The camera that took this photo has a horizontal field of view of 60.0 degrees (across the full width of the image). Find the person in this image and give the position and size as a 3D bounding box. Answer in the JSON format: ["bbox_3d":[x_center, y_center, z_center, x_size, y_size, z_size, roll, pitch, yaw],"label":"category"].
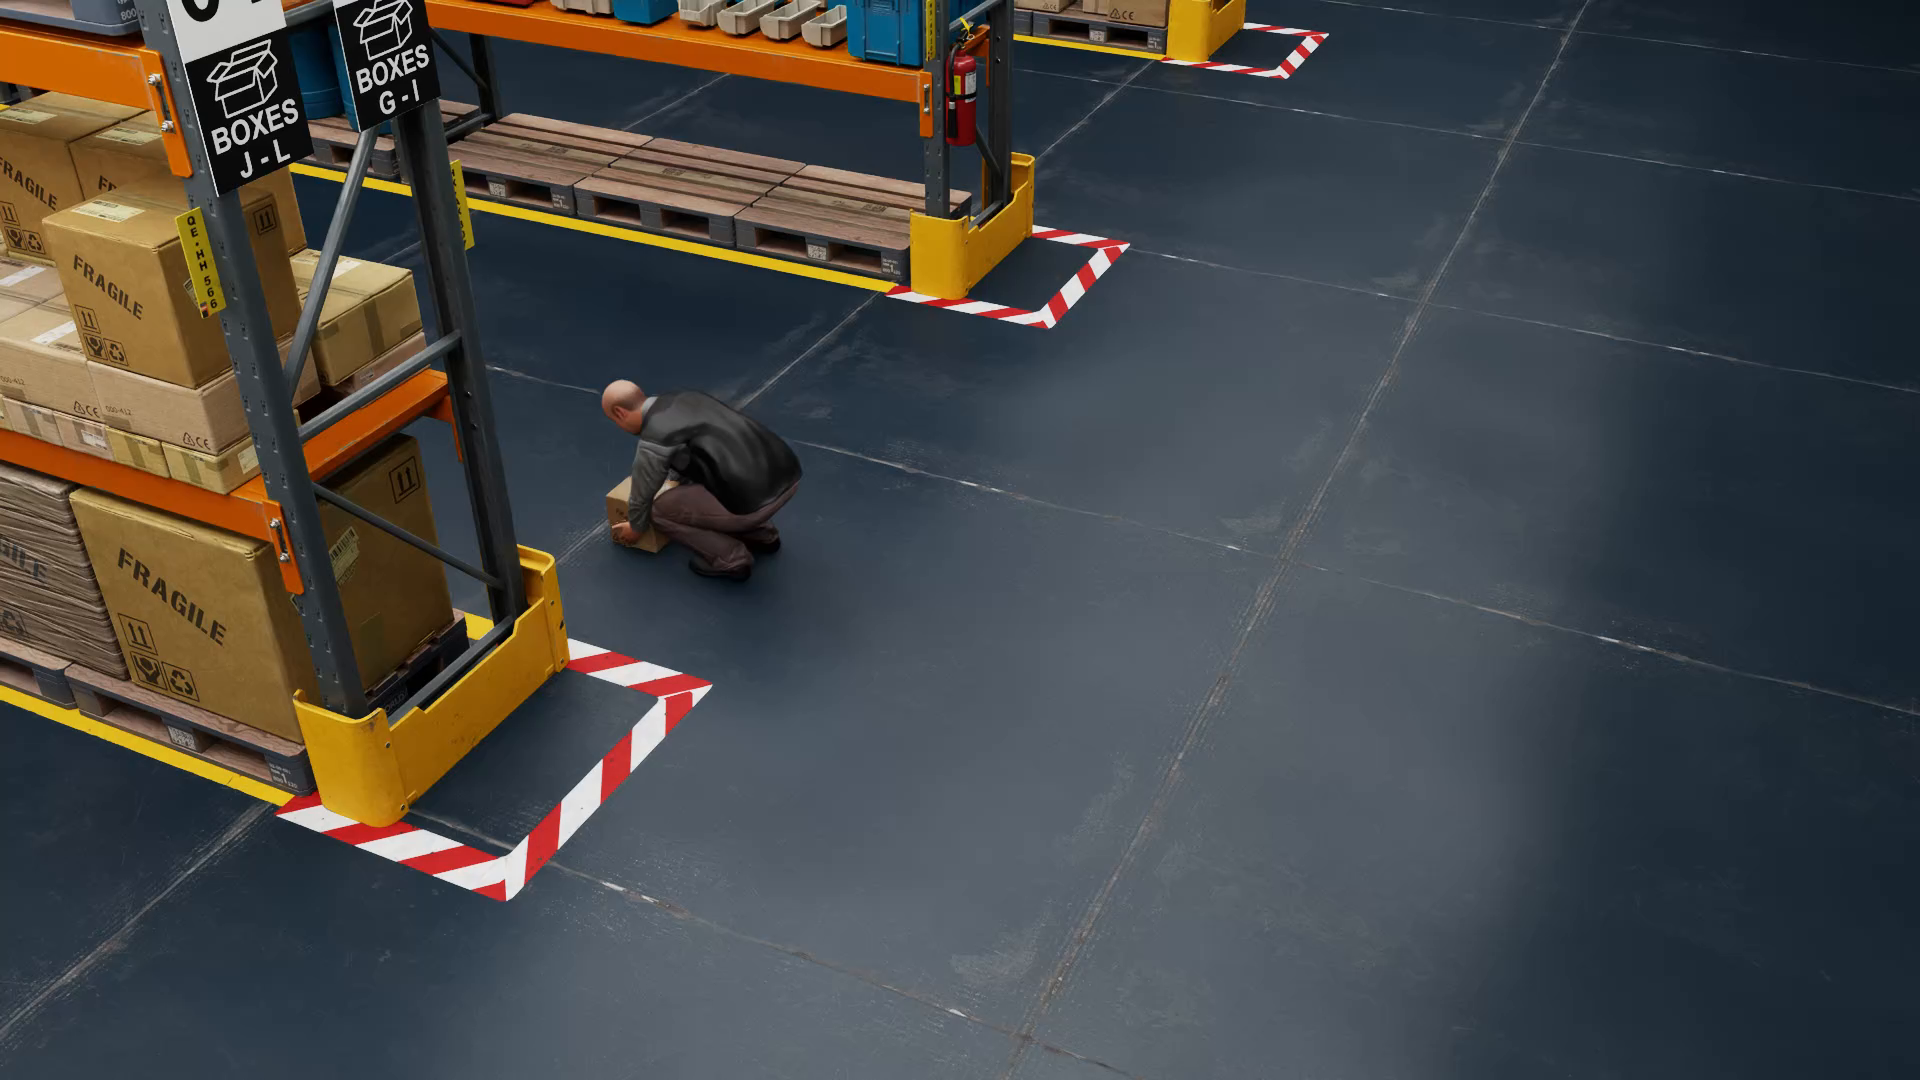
[{"bbox_3d":[-1.150,-0.289,7.422,0.877,0.832,0.530,14,36,21],"label":"person"}]
